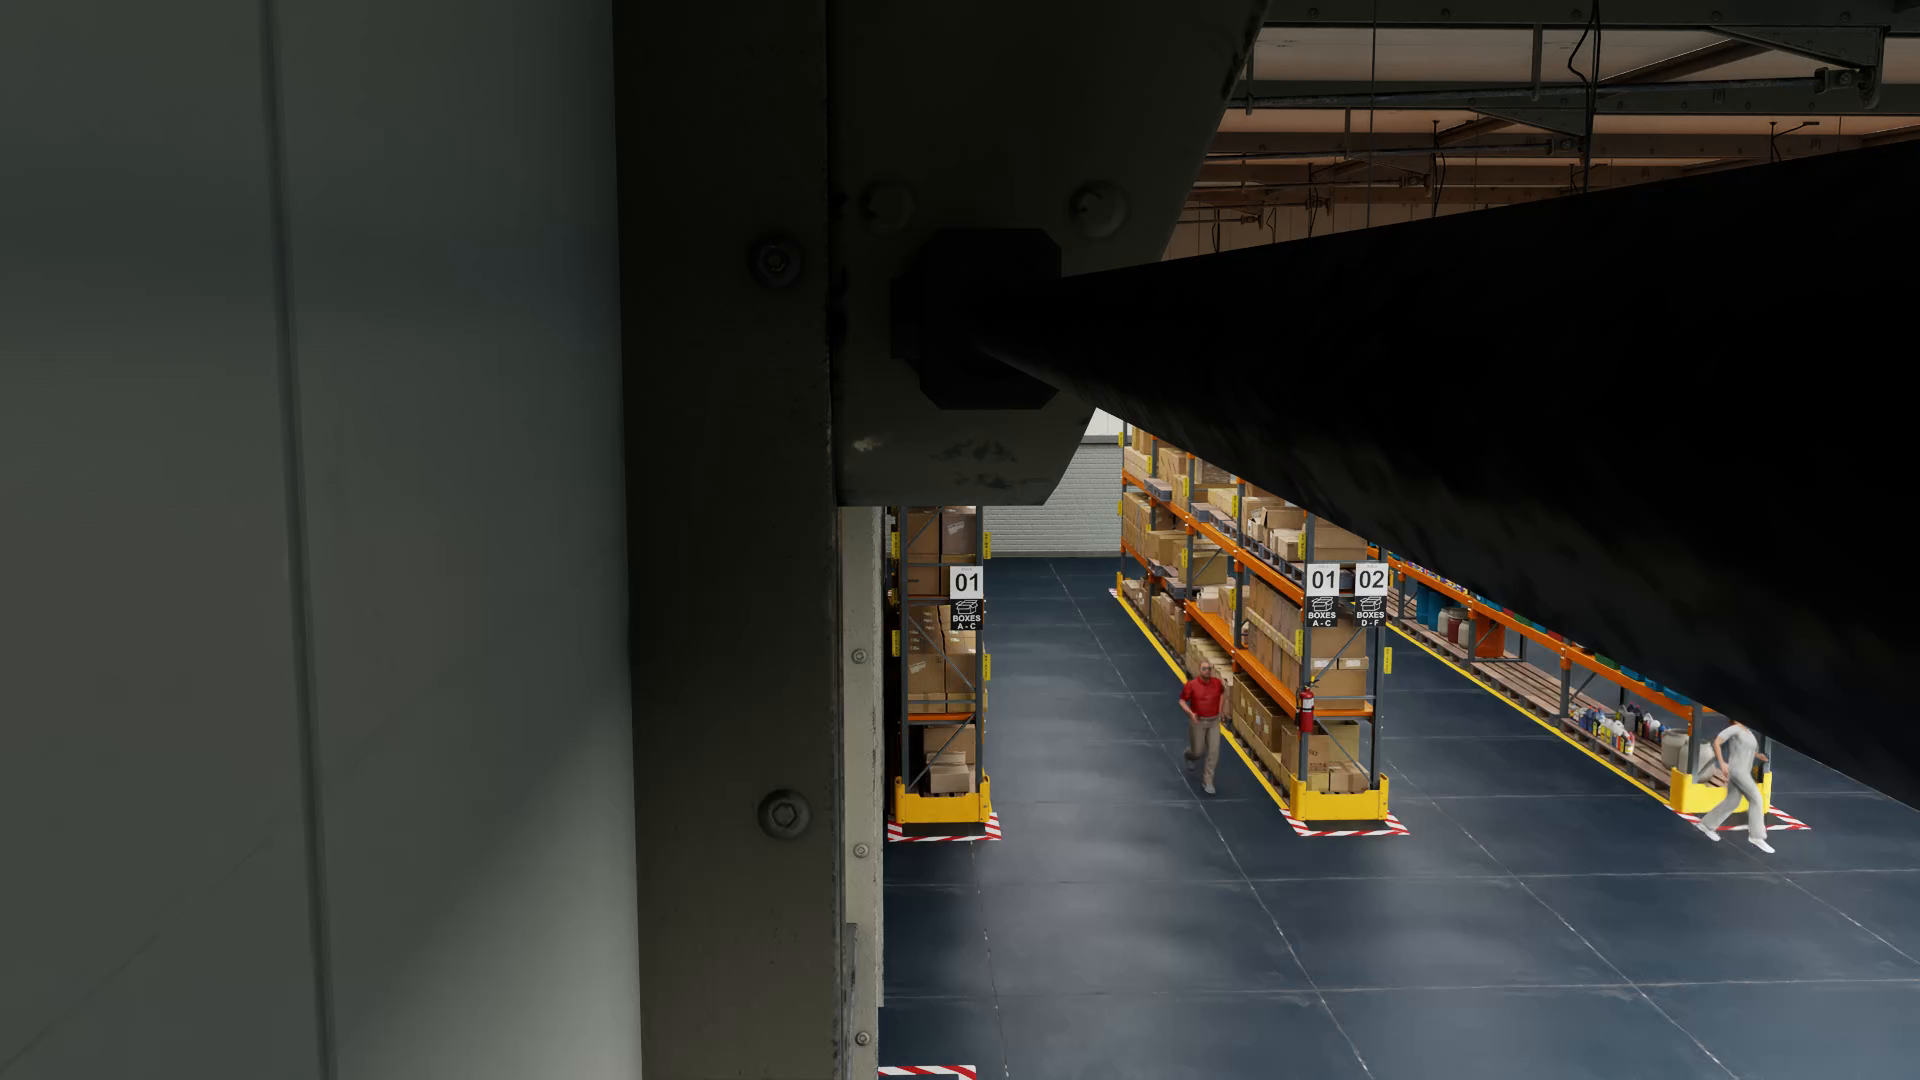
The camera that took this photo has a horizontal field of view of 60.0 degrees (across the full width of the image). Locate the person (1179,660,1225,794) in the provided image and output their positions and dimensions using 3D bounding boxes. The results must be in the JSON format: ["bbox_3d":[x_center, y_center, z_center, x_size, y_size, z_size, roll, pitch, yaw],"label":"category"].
[{"bbox_3d":[3.223,2.429,21.977,0.663,1.717,0.792,-1,8,-10],"label":"person"}]

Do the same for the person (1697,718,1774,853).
[{"bbox_3d":[9.218,2.759,19.591,0.865,1.664,0.575,6,10,38],"label":"person"}]
